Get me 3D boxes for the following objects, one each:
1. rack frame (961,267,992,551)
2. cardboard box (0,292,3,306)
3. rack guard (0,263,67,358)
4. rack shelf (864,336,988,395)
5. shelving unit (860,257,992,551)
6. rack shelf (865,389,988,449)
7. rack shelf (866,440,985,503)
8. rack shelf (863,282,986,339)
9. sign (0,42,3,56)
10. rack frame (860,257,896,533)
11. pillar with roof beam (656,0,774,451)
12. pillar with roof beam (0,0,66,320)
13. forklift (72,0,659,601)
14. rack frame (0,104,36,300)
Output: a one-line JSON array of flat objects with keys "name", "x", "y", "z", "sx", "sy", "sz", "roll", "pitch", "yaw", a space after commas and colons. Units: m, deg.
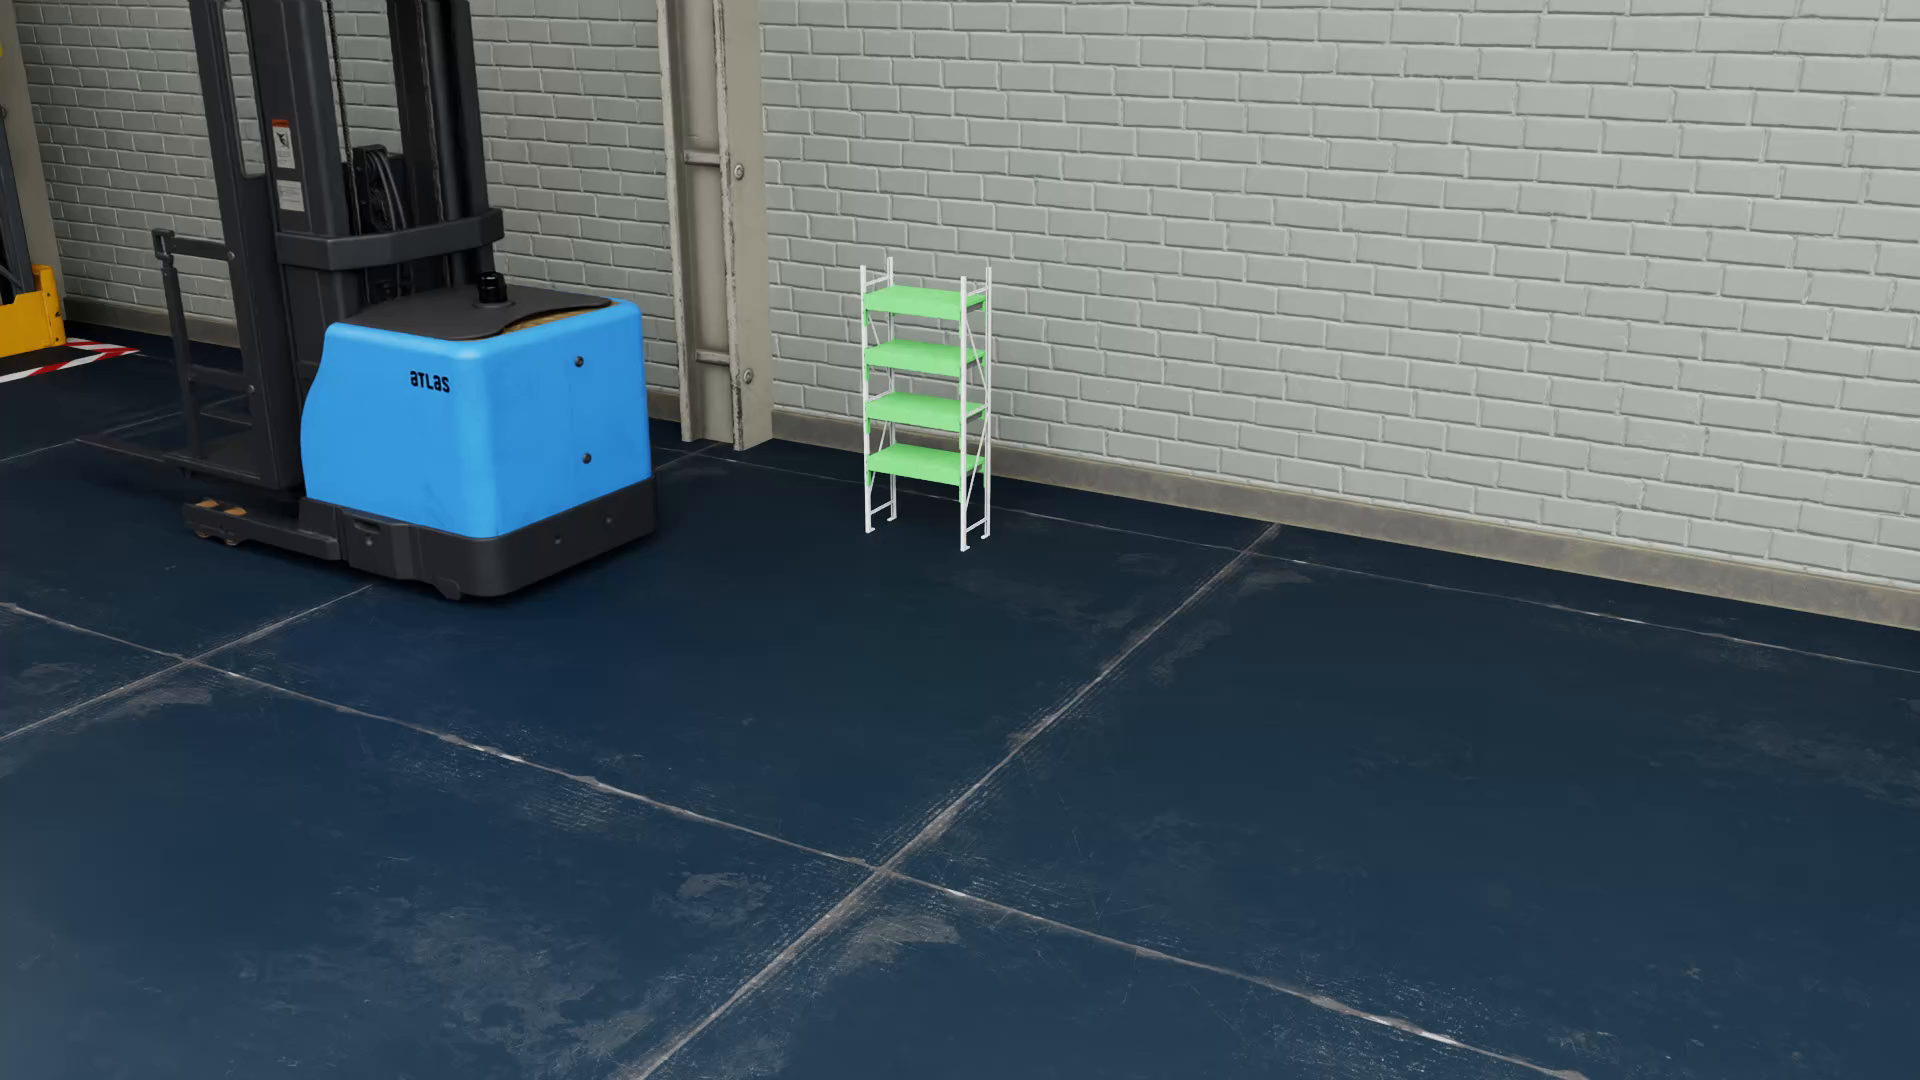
[{"name": "rack frame", "x": 0.068, "y": -0.551, "z": 7.124, "sx": 0.015, "sy": 1.200, "sz": 0.240, "roll": 11, "pitch": 23, "yaw": 27}, {"name": "cardboard box", "x": -6.635, "y": -1.610, "z": 10.820, "sx": 0.500, "sy": 0.250, "sz": 0.500, "roll": 11, "pitch": 23, "yaw": 28}, {"name": "rack guard", "x": -6.280, "y": -1.386, "z": 10.452, "sx": 0.348, "sy": 0.500, "sz": 1.175, "roll": 11, "pitch": 23, "yaw": 27}, {"name": "rack shelf", "x": -0.145, "y": -0.757, "z": 7.176, "sx": 0.480, "sy": 0.148, "sz": 0.258, "roll": 11, "pitch": 23, "yaw": 27}, {"name": "shelving unit", "x": -0.145, "y": -0.592, "z": 7.236, "sx": 0.503, "sy": 1.200, "sz": 0.258, "roll": 11, "pitch": 23, "yaw": 27}, {"name": "rack shelf", "x": -0.145, "y": -0.531, "z": 7.258, "sx": 0.480, "sy": 0.148, "sz": 0.258, "roll": 11, "pitch": 23, "yaw": 27}, {"name": "rack shelf", "x": -0.145, "y": -0.306, "z": 7.340, "sx": 0.480, "sy": 0.148, "sz": 0.258, "roll": 11, "pitch": 23, "yaw": 27}, {"name": "rack shelf", "x": -0.145, "y": -0.983, "z": 7.094, "sx": 0.480, "sy": 0.148, "sz": 0.258, "roll": 11, "pitch": 23, "yaw": 27}, {"name": "sign", "x": -6.025, "y": -3.173, "z": 10.329, "sx": 0.005, "sy": 0.325, "sz": 0.100, "roll": 11, "pitch": 23, "yaw": 27}, {"name": "rack frame", "x": -0.358, "y": -0.632, "z": 7.348, "sx": 0.015, "sy": 1.200, "sz": 0.240, "roll": 11, "pitch": 23, "yaw": 27}, {"name": "pillar with roof beam", "x": -3.331, "y": -3.490, "z": 3.789, "sx": 0.400, "sy": 9.000, "sz": 9.100, "roll": 11, "pitch": 23, "yaw": 27}, {"name": "pillar with roof beam", "x": -8.569, "y": -4.488, "z": 6.540, "sx": 0.400, "sy": 9.000, "sz": 9.100, "roll": 11, "pitch": 23, "yaw": 27}, {"name": "forklift", "x": -2.850, "y": -1.493, "z": 7.183, "sx": 3.031, "sy": 2.935, "sz": 1.130, "roll": 12, "pitch": 23, "yaw": 29}, {"name": "rack frame", "x": -6.301, "y": -2.565, "z": 10.037, "sx": 0.127, "sy": 3.000, "sz": 1.000, "roll": 11, "pitch": 23, "yaw": 27}]
